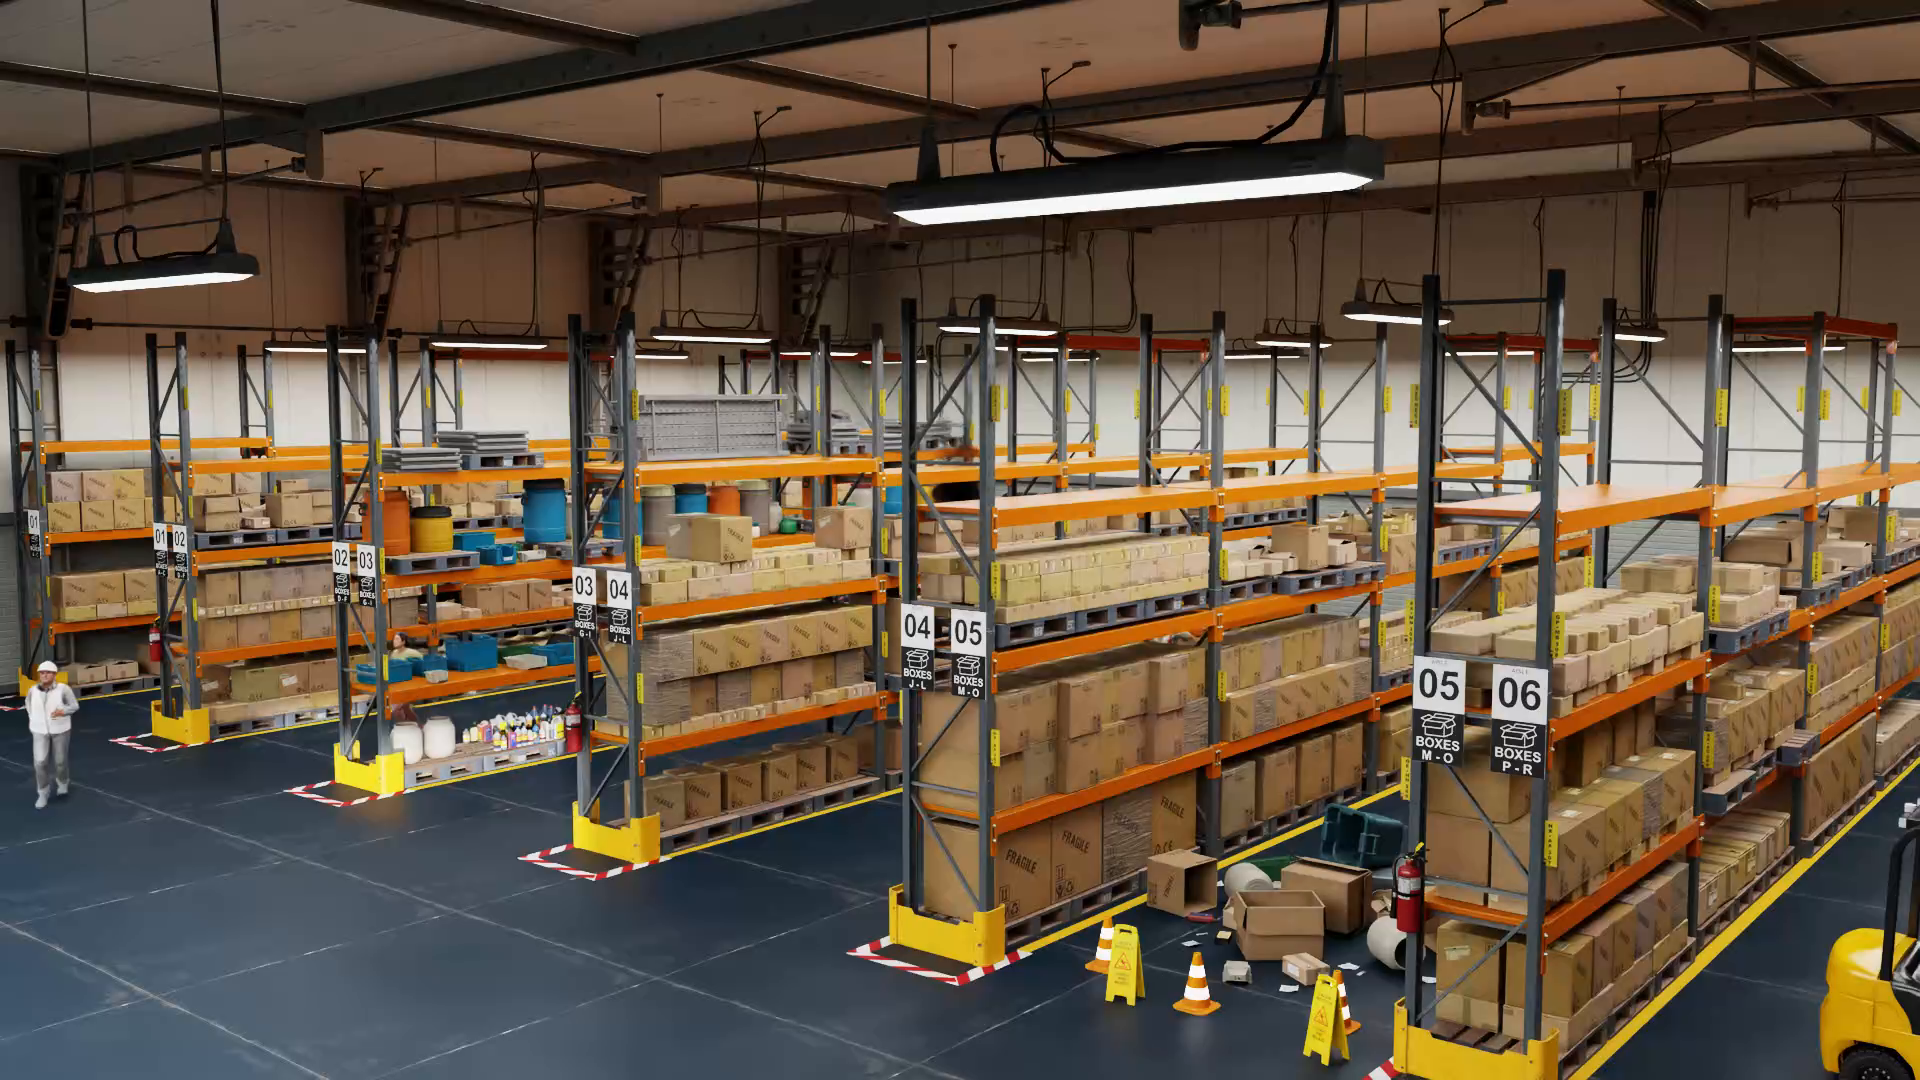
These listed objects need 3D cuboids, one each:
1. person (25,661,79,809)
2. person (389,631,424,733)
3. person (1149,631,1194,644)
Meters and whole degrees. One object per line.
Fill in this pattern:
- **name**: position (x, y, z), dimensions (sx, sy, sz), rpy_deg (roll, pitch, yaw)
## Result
- **person**: position (-11.356, 2.415, 20.813), dimensions (0.641, 1.821, 0.779), rpy_deg (-2, 5, -20)
- **person**: position (-8.049, 2.179, 24.116), dimensions (0.587, 1.733, 0.709), rpy_deg (4, 6, 35)
- **person**: position (3.055, 1.898, 24.391), dimensions (0.912, 1.830, 0.673), rpy_deg (-5, 7, -44)
